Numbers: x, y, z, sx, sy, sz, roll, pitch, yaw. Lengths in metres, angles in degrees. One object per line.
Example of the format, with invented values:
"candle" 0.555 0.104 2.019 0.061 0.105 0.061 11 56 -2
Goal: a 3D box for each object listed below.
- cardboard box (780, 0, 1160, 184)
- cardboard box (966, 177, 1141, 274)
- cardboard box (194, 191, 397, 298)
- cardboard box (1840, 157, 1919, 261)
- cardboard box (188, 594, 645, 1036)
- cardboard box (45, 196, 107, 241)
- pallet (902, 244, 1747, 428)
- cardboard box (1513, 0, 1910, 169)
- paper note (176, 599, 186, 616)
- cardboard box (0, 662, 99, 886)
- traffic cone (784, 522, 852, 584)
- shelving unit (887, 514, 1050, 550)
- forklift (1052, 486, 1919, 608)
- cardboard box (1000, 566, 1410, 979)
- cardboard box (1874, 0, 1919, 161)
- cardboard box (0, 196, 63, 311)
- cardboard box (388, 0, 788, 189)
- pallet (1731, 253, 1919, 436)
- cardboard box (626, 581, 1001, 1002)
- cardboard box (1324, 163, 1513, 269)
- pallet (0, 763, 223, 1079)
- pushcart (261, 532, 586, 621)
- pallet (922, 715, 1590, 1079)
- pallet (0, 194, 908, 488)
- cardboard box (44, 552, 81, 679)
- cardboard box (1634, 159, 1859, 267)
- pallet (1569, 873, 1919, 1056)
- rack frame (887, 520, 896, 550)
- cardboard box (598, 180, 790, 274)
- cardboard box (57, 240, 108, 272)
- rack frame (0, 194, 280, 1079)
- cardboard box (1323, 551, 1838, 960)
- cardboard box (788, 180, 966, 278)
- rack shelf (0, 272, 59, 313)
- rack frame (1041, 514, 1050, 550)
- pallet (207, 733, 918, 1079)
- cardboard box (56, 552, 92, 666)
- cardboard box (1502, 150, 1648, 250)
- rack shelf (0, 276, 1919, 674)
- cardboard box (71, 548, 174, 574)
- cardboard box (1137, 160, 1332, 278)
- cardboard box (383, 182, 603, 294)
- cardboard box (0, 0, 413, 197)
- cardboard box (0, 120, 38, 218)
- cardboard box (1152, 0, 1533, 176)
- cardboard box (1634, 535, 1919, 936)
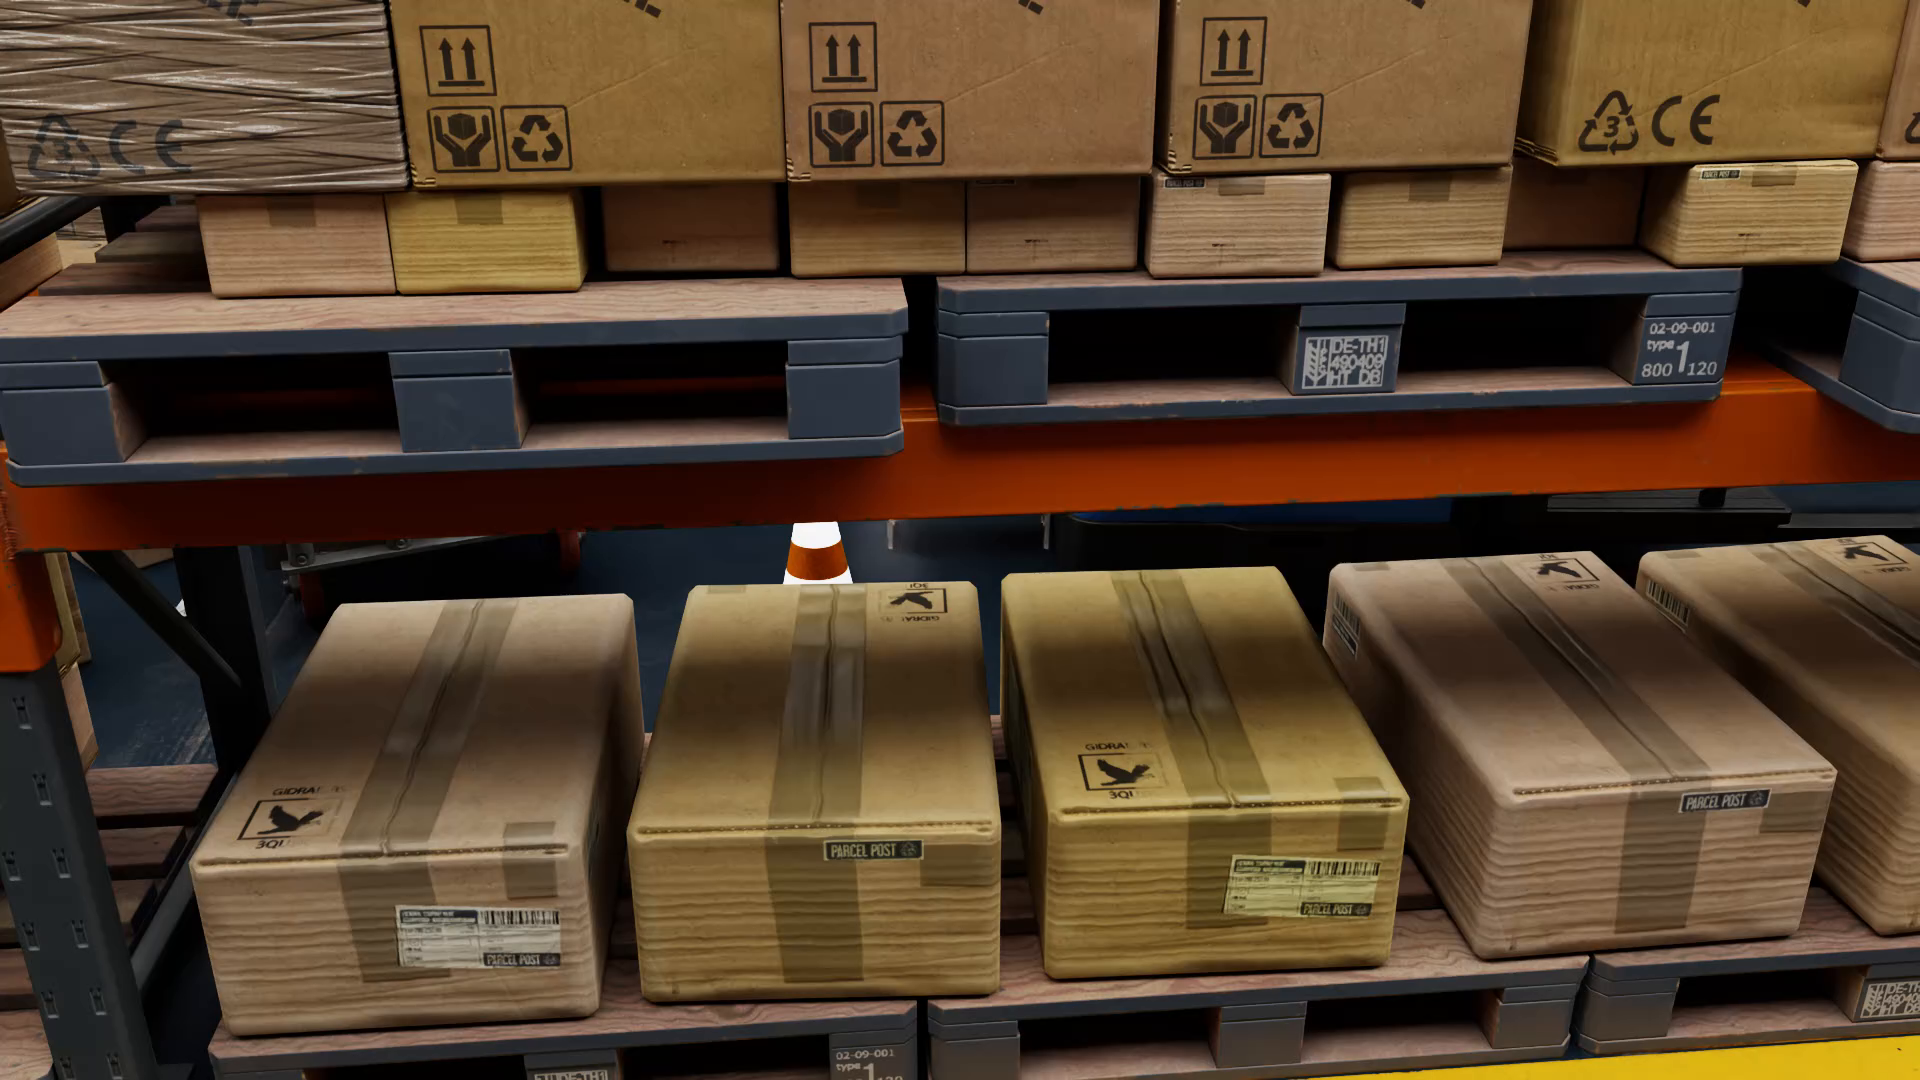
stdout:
"cardboard box" -0.009 -0.818 2.391 0.500 0.500 0.500 -2 24 -5
"cardboard box" 0.115 -0.530 2.541 0.250 0.149 0.380 -2 24 -5
"cardboard box" -0.915 -0.479 2.426 0.250 0.149 0.380 -2 24 -4
"cardboard box" 1.424 -0.561 2.611 0.250 0.149 0.380 -3 24 -8
"cardboard box" -0.974 0.480 3.196 0.625 0.372 0.950 -2 24 -4
"cardboard box" -3.612 -1.690 7.459 0.875 0.875 0.875 -2 24 -5
"pallet" 0.519 -0.484 2.881 1.213 0.211 1.003 -2 24 -5
"cardboard box" 1.044 -0.864 2.495 0.500 0.500 0.500 -4 24 -9
"paper note" -2.191 0.181 4.805 0.142 0.019 0.148 -2 24 -5
"cardboard box" -2.110 0.472 3.363 0.500 0.250 0.500 -3 24 -8
"traffic cone" -0.400 0.037 4.598 0.334 0.463 0.336 -2 24 -5
"shelving unit" 0.027 -0.567 5.047 0.503 1.200 0.258 0 24 0
"forklift" 1.807 -1.309 4.587 3.031 2.935 1.130 0 24 0
"cardboard box" 0.433 0.421 3.327 0.625 0.372 0.950 -2 24 -3
"cardboard box" 1.546 -0.885 2.541 0.500 0.500 0.500 -3 24 -6
"cardboard box" -1.841 -0.509 3.012 0.250 0.149 0.380 -2 24 -5
"cardboard box" -0.503 -0.804 2.359 0.500 0.500 0.500 -2 24 -5
"pallet" 1.786 -0.508 2.935 1.003 0.211 1.213 -2 24 -5
"cardboard box" -0.259 0.450 3.263 0.625 0.372 0.950 -1 24 -2
"cardboard box" 0.647 -0.542 2.568 0.250 0.149 0.380 -3 24 -7
"pallet" -2.161 0.808 3.172 1.213 0.211 1.003 -2 24 -5
"pushcart" -1.770 -0.228 5.299 0.936 0.377 1.648 -11 26 -23
"pallet" 0.496 0.685 3.448 1.213 0.211 1.003 -2 24 -5
"pallet" -0.721 -0.391 2.673 1.213 0.211 1.003 -2 24 -5
"cardboard box" -2.110 0.129 3.211 0.500 0.500 0.500 -1 24 -3
"cardboard box" 1.152 -0.544 2.573 0.250 0.149 0.380 -2 24 -4
"pallet" 1.707 0.638 3.555 1.213 0.211 1.003 -2 24 -5
"rack frame" -0.217 -0.567 5.048 0.015 1.200 0.240 0 24 0
"cardboard box" -0.391 -0.527 2.535 0.250 0.149 0.380 -1 24 -2
"cardboard box" -3.527 -0.886 6.625 0.500 0.500 0.500 2 24 4
"rack frame" -1.496 -0.507 2.698 0.127 3.000 1.000 -2 24 -5
"cardboard box" 1.188 0.393 3.390 0.625 0.372 0.950 -3 24 -6
"cardboard box" -0.131 -0.521 2.520 0.250 0.149 0.380 -2 24 -4
"rack shelf" -3.486 -0.099 2.664 4.000 0.370 1.077 -2 24 -5
"rack frame" 0.271 -0.566 5.046 0.015 1.200 0.240 0 24 0
"pallet" -0.721 0.735 3.335 1.213 0.211 1.003 -2 24 -5
"cardboard box" -2.696 0.127 4.346 0.500 0.500 0.500 16 28 31
"cardboard box" 0.889 -0.585 2.665 0.250 0.149 0.380 -2 24 -5
"rack shelf" 0.494 -0.258 3.023 4.000 0.370 1.077 -2 24 -5
"cardboard box" -2.518 -0.093 5.132 0.258 0.266 0.396 22 32 40
"cardboard box" 0.385 -0.519 2.518 0.250 0.149 0.380 -1 24 -3
"cardboard box" -0.665 -0.485 2.440 0.250 0.149 0.380 -2 24 -4
"cardboard box" -1.001 -0.783 2.313 0.500 0.500 0.500 -2 24 -4
"cardboard box" -1.961 -0.784 2.831 0.500 0.500 0.500 -2 24 -5
"cardboard box" 0.501 -0.843 2.446 0.500 0.500 0.500 -3 24 -7
"cardboard box" 1.921 0.361 3.464 0.625 0.372 0.950 -4 24 -9
